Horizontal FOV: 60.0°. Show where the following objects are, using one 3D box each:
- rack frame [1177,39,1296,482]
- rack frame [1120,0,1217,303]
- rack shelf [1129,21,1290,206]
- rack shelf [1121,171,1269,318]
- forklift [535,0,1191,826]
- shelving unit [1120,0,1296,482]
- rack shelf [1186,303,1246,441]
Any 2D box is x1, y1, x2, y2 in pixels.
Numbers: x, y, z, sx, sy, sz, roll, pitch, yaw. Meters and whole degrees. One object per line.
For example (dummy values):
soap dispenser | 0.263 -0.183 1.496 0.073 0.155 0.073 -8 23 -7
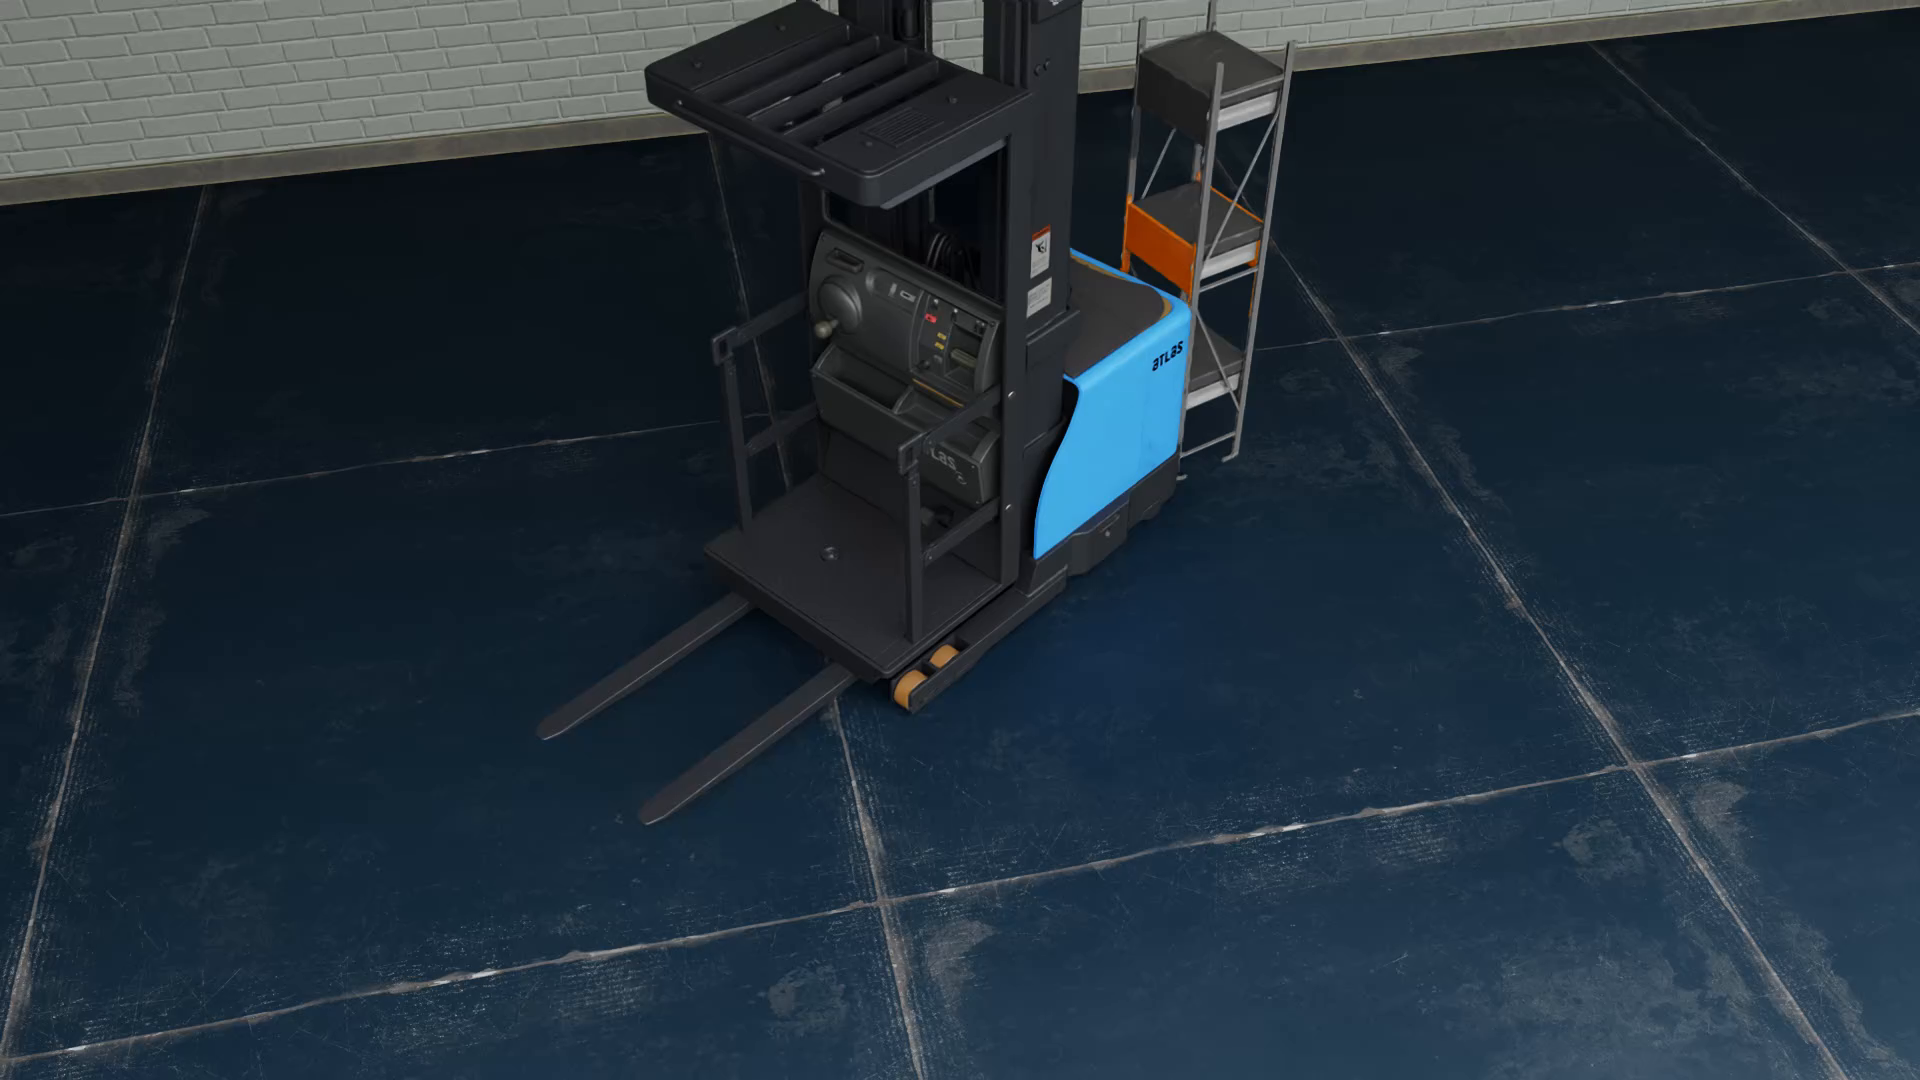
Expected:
rack frame | 1.163 -1.127 7.218 0.400 2.100 0.015 -23 46 -24
rack frame | 0.900 -1.399 7.526 0.400 2.100 0.015 -23 46 -24
rack shelf | 1.031 -1.778 6.918 0.431 0.518 0.480 -23 46 -24
rack shelf | 1.032 -1.253 7.381 0.431 0.518 0.480 -23 46 -24
forklift | -0.365 -0.786 6.210 1.130 2.935 3.031 31 50 30
shelving unit | 1.032 -1.263 7.372 0.431 2.100 0.503 -23 46 -24
rack shelf | 1.033 -0.729 7.845 0.431 0.518 0.480 -23 46 -24
